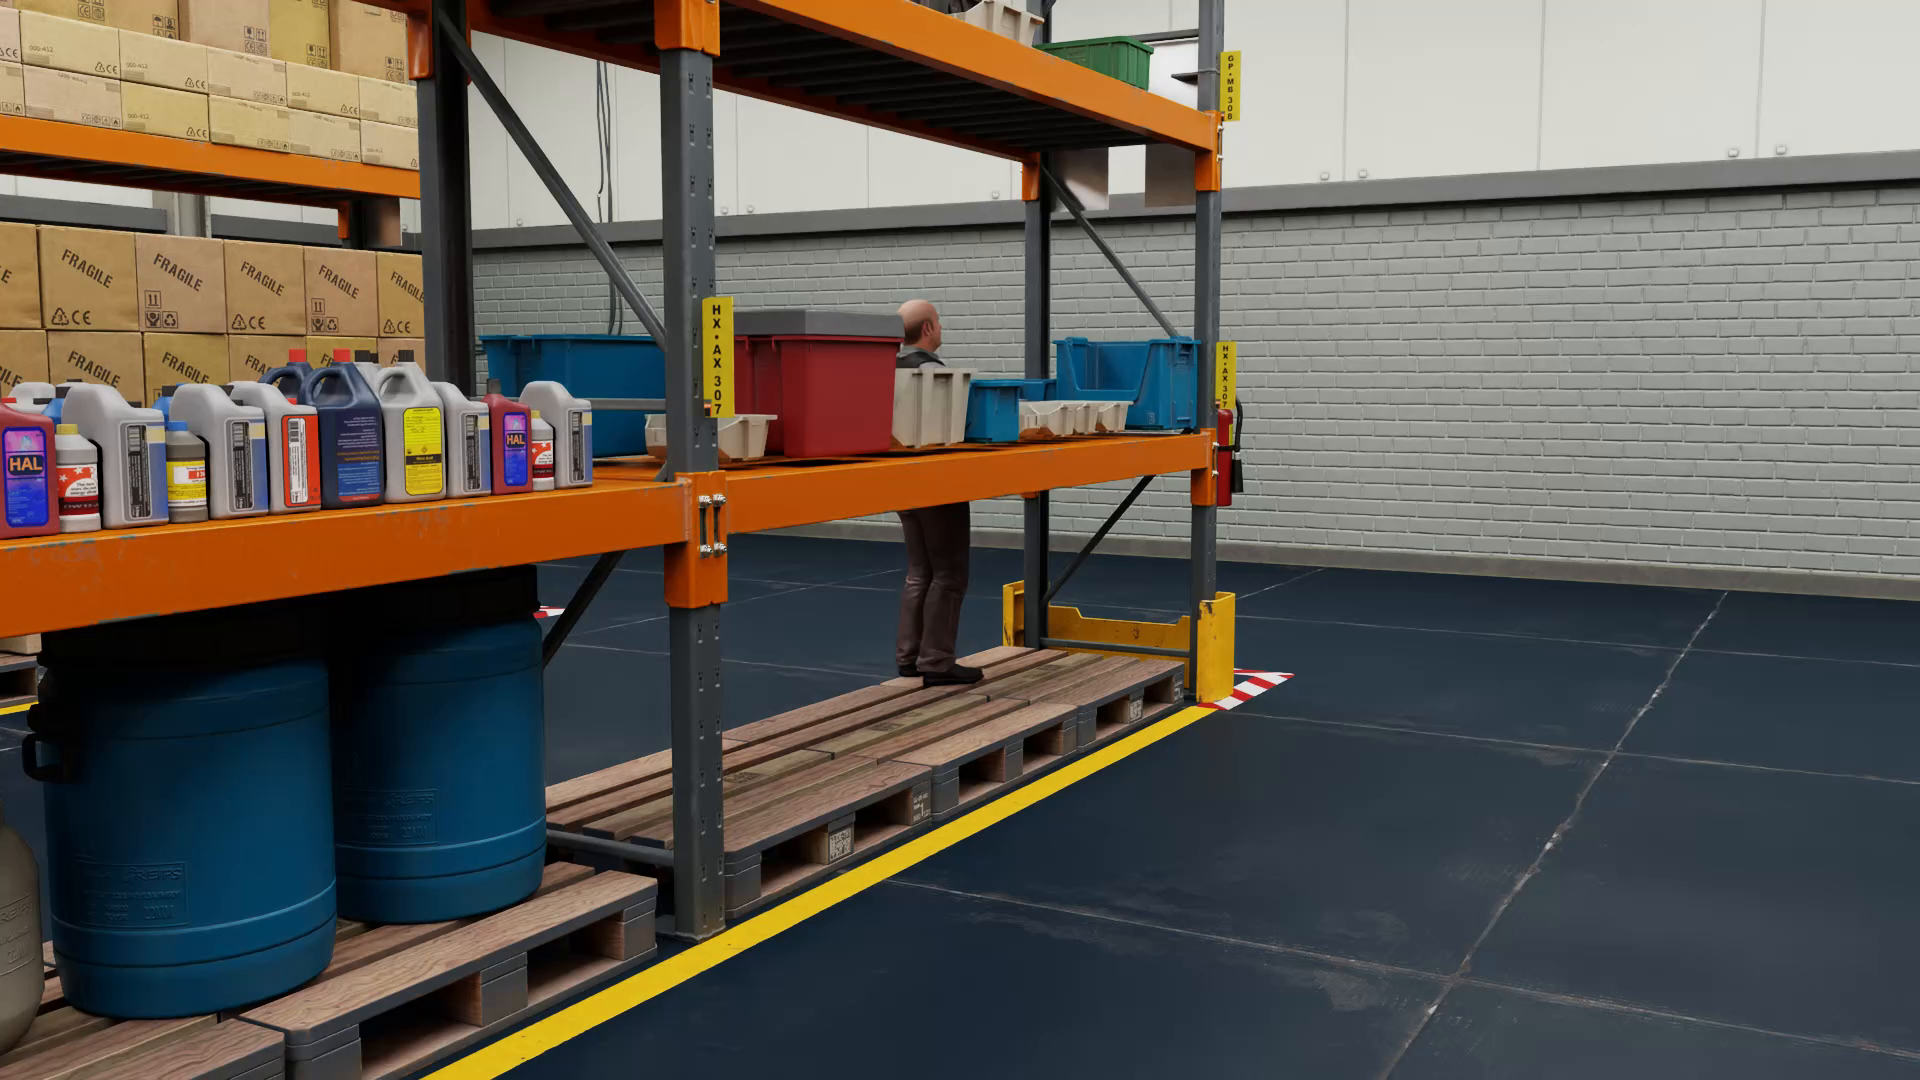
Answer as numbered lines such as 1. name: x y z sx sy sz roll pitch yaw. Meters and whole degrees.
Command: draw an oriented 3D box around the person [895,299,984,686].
1. person: -0.057 -0.225 7.546 0.550 1.711 0.494 -3 7 -28
